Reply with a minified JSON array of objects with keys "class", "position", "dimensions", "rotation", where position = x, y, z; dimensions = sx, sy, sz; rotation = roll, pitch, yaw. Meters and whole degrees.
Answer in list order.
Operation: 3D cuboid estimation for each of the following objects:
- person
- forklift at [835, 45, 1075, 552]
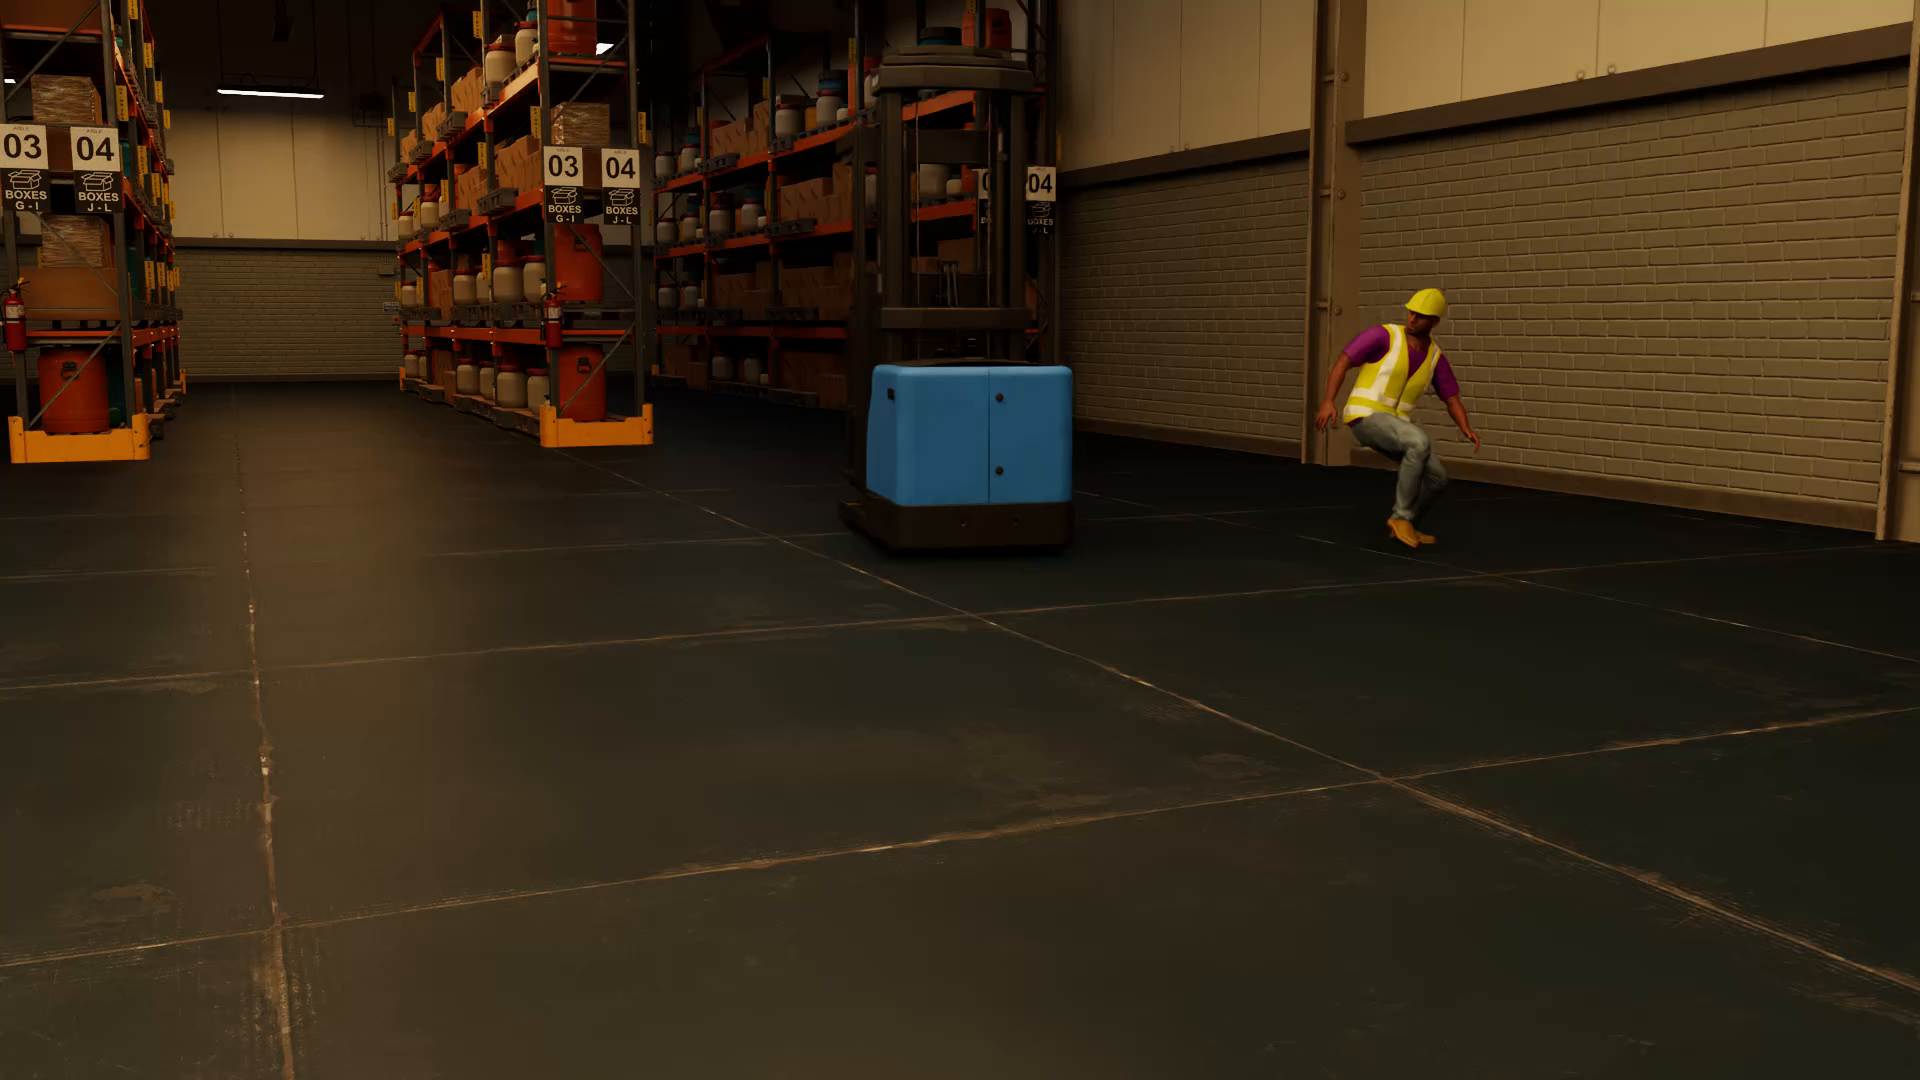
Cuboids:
[{"class":"person","position":[2.619,-0.707,9.795],"dimensions":[0.819,1.535,0.742],"rotation":[-5,9,-33]},{"class":"forklift","position":[-0.182,-1.538,10.608],"dimensions":[1.130,2.935,3.031],"rotation":[-2,8,-13]}]
